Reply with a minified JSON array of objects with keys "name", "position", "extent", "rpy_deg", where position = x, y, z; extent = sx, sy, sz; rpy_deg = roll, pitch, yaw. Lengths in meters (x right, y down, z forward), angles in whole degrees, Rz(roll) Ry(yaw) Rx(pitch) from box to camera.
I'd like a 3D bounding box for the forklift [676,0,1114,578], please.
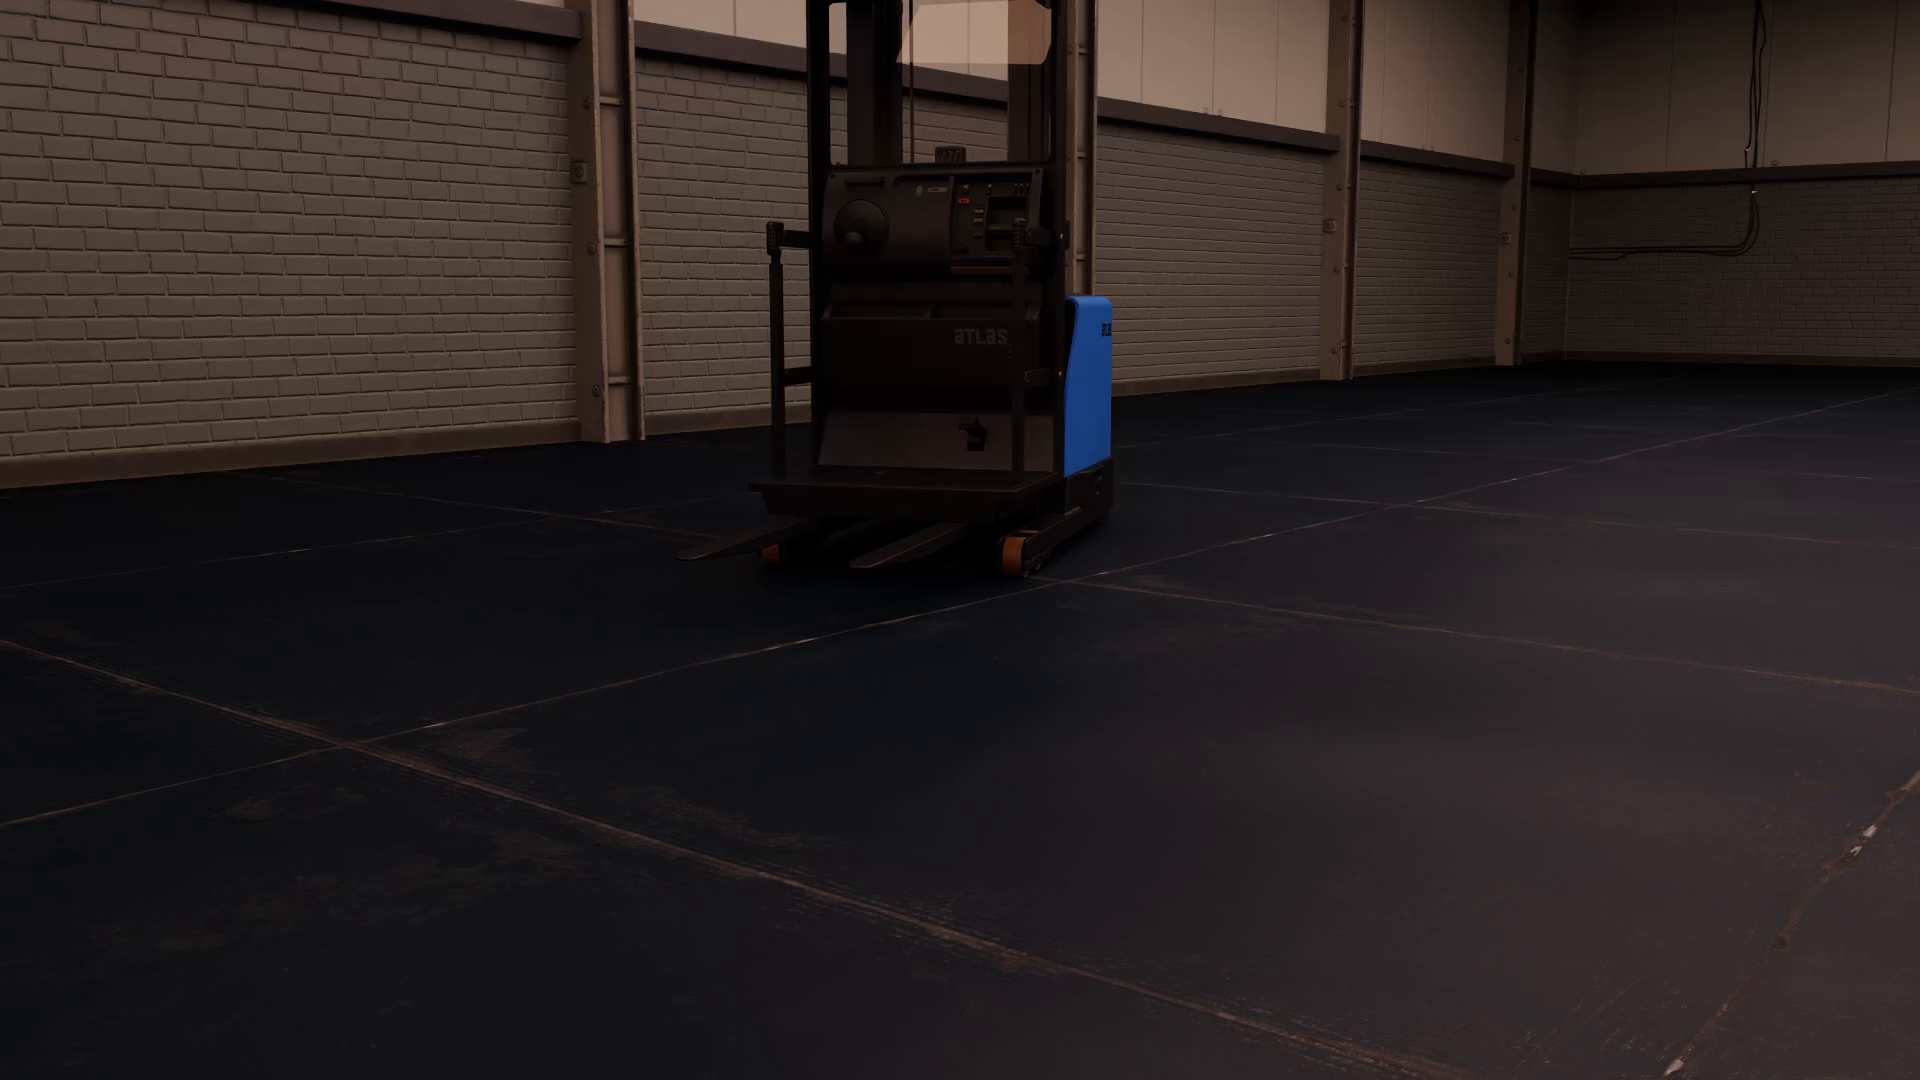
[{"name":"forklift","position":[-0.176,-1.366,6.616],"extent":[1.130,2.935,3.031],"rpy_deg":[3,9,17]}]
